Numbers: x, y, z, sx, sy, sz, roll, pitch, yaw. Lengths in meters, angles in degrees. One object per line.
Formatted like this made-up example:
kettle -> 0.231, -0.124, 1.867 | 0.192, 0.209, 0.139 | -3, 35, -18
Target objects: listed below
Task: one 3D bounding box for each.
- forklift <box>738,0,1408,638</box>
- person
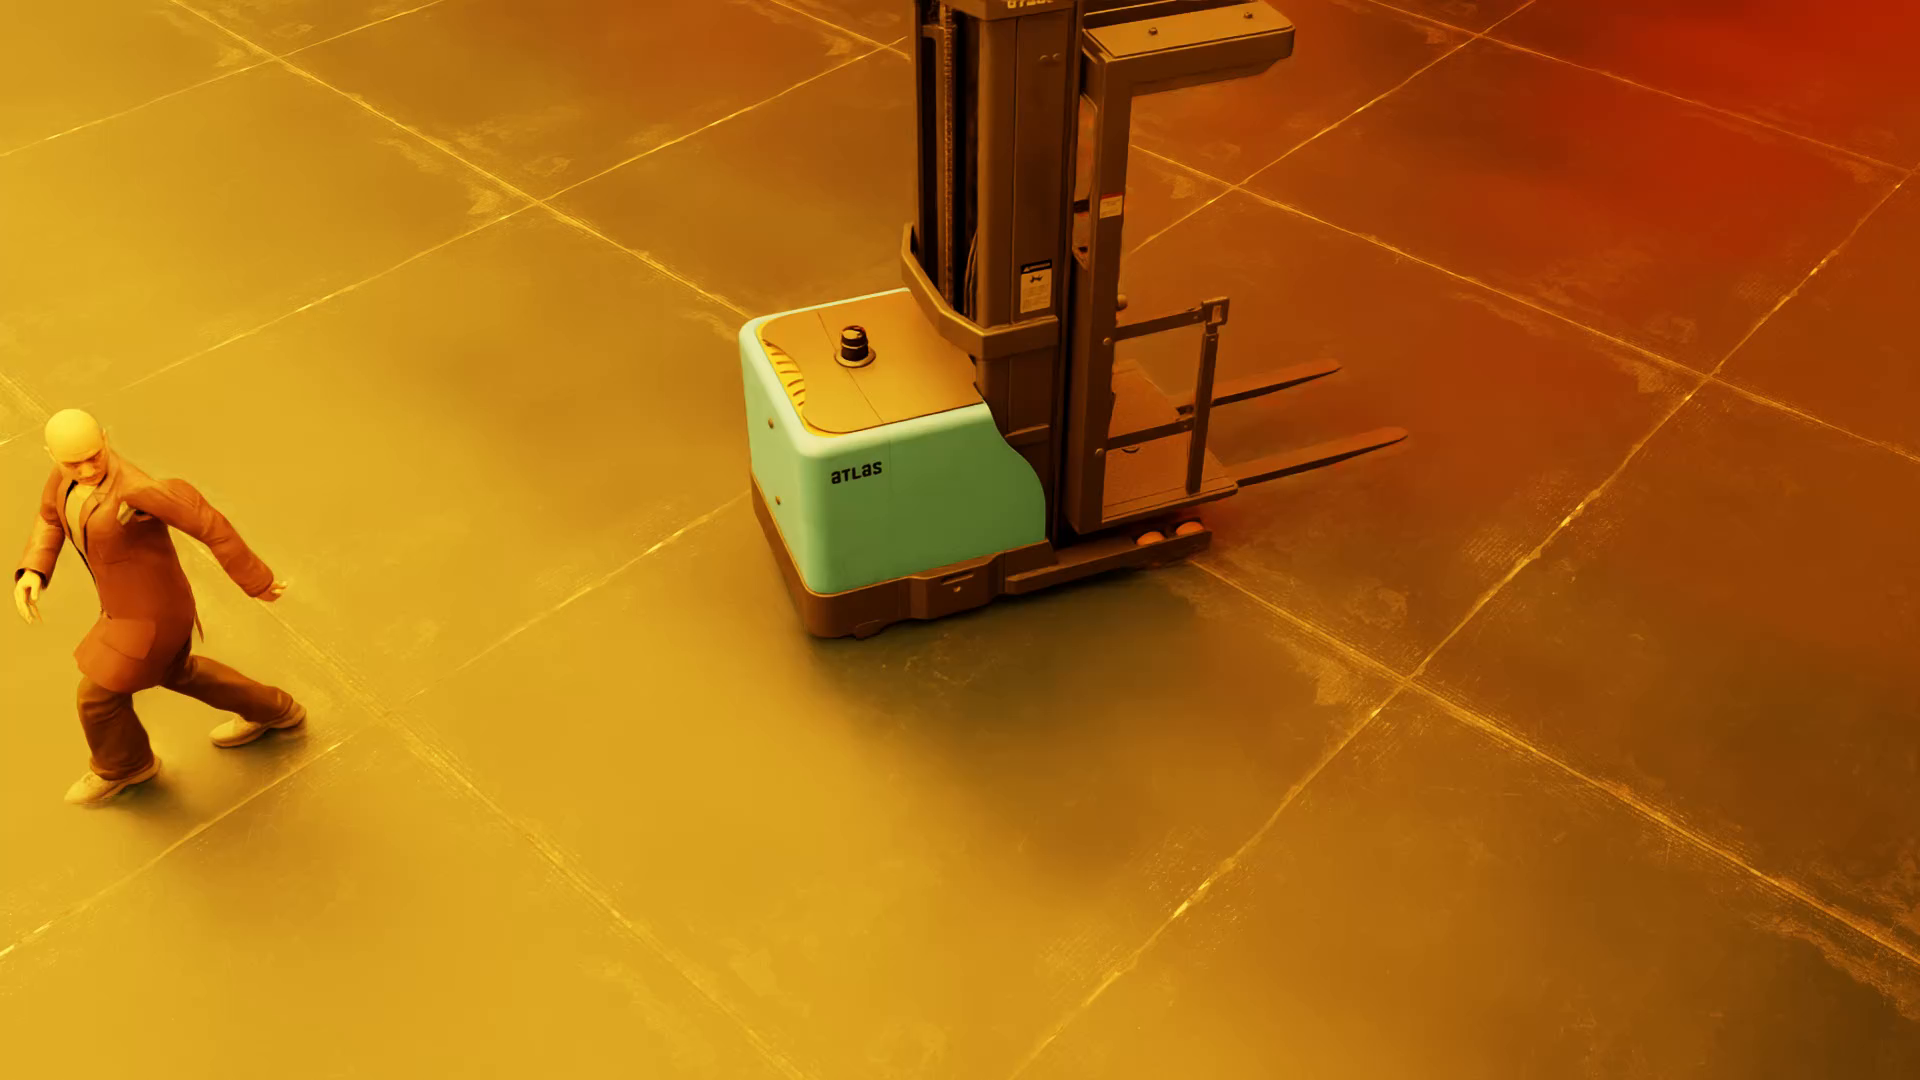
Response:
forklift -> 0.607, -1.292, 6.935 | 3.031, 2.935, 1.130 | -14, 43, -16
person -> -3.031, 0.246, 6.111 | 1.022, 1.716, 0.609 | -21, 45, -23
